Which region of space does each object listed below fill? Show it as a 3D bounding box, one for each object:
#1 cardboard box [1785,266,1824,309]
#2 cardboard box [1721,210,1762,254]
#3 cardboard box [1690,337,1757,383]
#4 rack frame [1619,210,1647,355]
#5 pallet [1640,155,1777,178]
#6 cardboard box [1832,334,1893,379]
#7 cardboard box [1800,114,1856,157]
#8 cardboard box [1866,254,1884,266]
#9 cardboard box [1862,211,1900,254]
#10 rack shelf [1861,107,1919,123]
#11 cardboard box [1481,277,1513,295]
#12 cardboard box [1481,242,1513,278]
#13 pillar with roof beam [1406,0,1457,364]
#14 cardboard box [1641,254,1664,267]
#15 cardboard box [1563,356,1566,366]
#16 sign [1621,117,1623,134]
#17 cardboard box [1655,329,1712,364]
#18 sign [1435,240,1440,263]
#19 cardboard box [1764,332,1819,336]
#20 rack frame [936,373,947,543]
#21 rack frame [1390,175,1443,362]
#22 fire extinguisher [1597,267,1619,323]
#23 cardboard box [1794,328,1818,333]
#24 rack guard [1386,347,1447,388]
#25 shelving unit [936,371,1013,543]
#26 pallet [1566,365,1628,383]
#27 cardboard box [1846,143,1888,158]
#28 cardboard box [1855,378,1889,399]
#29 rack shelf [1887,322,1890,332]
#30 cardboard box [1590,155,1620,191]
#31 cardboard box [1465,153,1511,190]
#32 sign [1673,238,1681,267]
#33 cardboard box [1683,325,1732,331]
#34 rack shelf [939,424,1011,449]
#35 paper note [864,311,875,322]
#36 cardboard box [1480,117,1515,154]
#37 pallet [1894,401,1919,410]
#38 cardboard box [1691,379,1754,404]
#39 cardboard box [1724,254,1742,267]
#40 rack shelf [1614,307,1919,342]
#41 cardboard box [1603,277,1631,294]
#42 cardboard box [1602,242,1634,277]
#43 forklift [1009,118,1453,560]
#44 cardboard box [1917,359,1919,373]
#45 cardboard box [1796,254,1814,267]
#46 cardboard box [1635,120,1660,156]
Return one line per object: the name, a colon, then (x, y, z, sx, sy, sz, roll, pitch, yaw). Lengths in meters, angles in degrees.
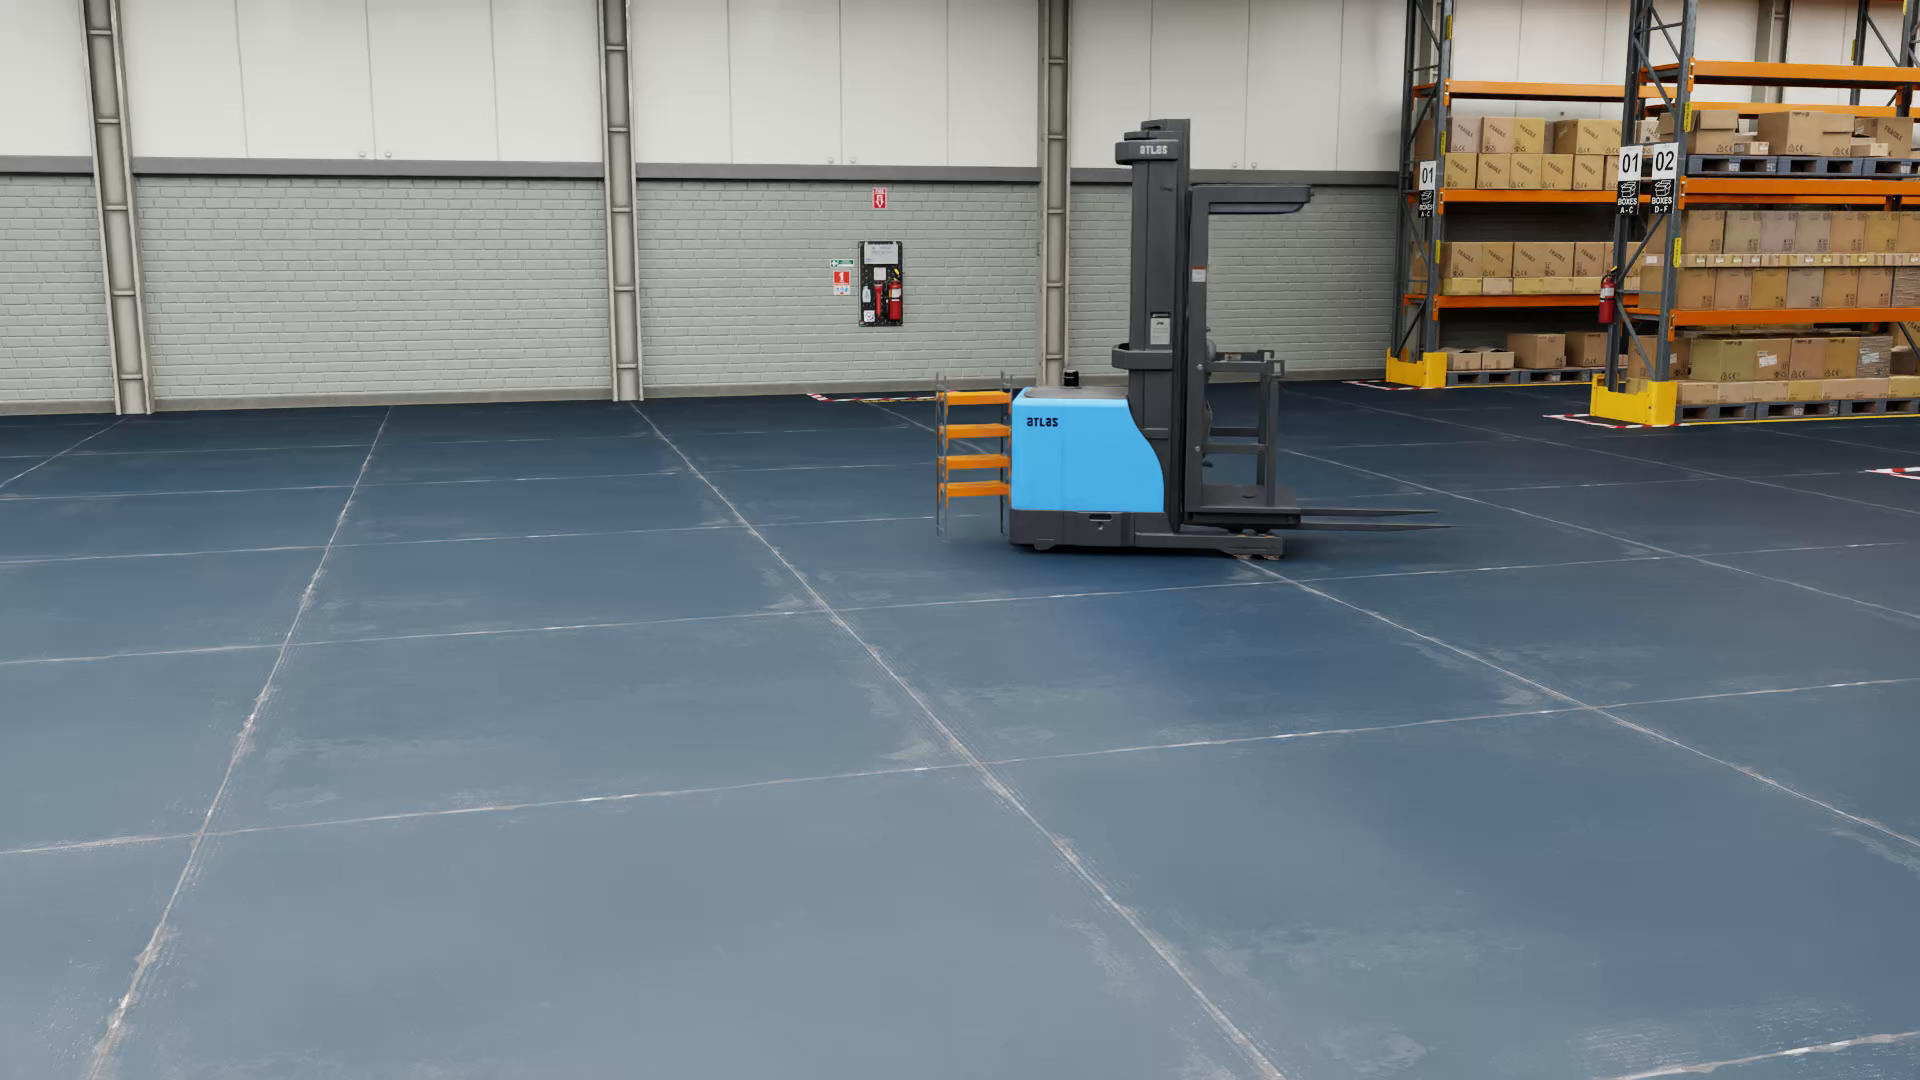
cardboard box: (9.971, -3.062, 20.120, 0.500, 0.500, 0.700, -3, 11, -14)
cardboard box: (9.040, -3.652, 19.738, 0.500, 0.500, 0.700, -3, 11, -17)
cardboard box: (9.091, -2.150, 19.804, 0.500, 0.500, 0.500, -3, 11, -16)
rack frame: (10.486, -3.976, 25.360, 0.127, 3.000, 1.000, -3, 11, -16)
pallet: (8.720, -4.376, 19.491, 1.213, 0.211, 1.003, -3, 11, -16)
cardboard box: (11.007, -2.254, 20.367, 0.500, 0.500, 0.500, -3, 11, -16)
cardboard box: (10.258, -4.855, 20.019, 0.637, 0.503, 0.797, -2, 11, -10)
cardboard box: (10.933, -3.393, 20.125, 0.250, 0.149, 0.380, -3, 11, -16)
cardboard box: (10.966, -3.753, 20.289, 0.500, 0.500, 0.700, -3, 11, -16)
rack shelf: (16.247, -6.680, 26.568, 4.000, 0.370, 1.077, -3, 11, -16)
cardboard box: (7.698, -3.708, 24.263, 0.500, 0.250, 0.500, -3, 11, -18)
cardboard box: (7.666, -4.074, 24.179, 0.500, 0.500, 0.500, -3, 11, -16)
pillar with roof beam: (8.279, -6.162, 20.662, 0.400, 9.000, 9.100, -3, 11, -16)
cardboard box: (8.348, -3.334, 19.801, 0.250, 0.149, 0.380, -3, 11, -17)
cardboard box: (8.945, -2.713, 25.158, 0.250, 0.149, 0.380, -4, 11, -21)
sign: (7.896, -4.880, 19.756, 0.005, 0.325, 0.100, -3, 11, -16)
cardboard box: (11.189, -3.003, 25.765, 0.500, 0.500, 0.700, -3, 11, -14)
sign: (6.798, -4.105, 23.670, 0.005, 0.325, 0.100, -3, 11, -16)
cardboard box: (10.382, -2.319, 20.720, 0.500, 0.500, 0.500, -3, 11, -16)
rack frame: (-0.135, -0.588, 11.926, 0.015, 1.200, 0.240, -3, 11, -16)
rack frame: (6.646, -3.774, 24.261, 0.127, 3.000, 1.000, -3, 11, -16)
fire extinguisher: (7.791, -2.950, 19.997, 0.183, 0.674, 0.296, -3, 11, -16)
cardboard box: (13.123, -3.114, 26.368, 0.500, 0.500, 0.700, -3, 11, -16)
rack guard: (6.719, -2.548, 24.508, 0.348, 0.500, 1.175, -3, 11, -16)
shelving unit: (0.100, -0.600, 11.991, 0.503, 1.200, 0.258, -3, 11, -16)
pallet: (9.852, -2.565, 25.395, 1.213, 0.211, 1.003, -3, 11, -16)
cardboard box: (10.793, -4.634, 19.795, 0.250, 0.149, 0.380, -3, 11, -16)
cardboard box: (11.008, -1.885, 20.433, 0.500, 0.250, 0.500, -3, 11, -16)
rack shelf: (13.795, -2.863, 21.299, 4.000, 0.370, 1.077, -3, 11, -16)
cardboard box: (9.582, -5.419, 24.579, 0.500, 0.500, 0.500, -4, 11, -21)
cardboard box: (7.562, -5.302, 23.948, 0.500, 0.500, 0.500, -2, 11, -12)
sign: (8.183, -3.281, 18.973, 0.005, 0.325, 0.100, -3, 11, -16)
cardboard box: (11.610, -3.395, 25.821, 0.500, 0.250, 0.500, -3, 11, -17)
rack shelf: (0.100, -0.754, 11.963, 0.480, 0.148, 0.258, -3, 11, -16)
paper note: (-1.257, -3.107, 23.074, 0.142, 0.148, 0.016, -3, 11, -16)
cardboard box: (7.579, -5.794, 23.855, 0.500, 0.500, 0.500, -3, 11, -17)
pallet: (12.571, -1.788, 21.176, 1.213, 0.211, 1.003, -3, 11, -16)
cardboard box: (9.090, -1.782, 19.873, 0.500, 0.250, 0.500, -3, 11, -16)
cardboard box: (8.964, -3.290, 19.563, 0.250, 0.149, 0.380, -3, 11, -16)
rack shelf: (9.954, -2.660, 20.199, 4.000, 0.370, 1.077, -3, 11, -16)
cardboard box: (9.636, -3.812, 24.827, 0.500, 0.250, 0.500, -3, 11, -16)
cardboard box: (9.641, -4.177, 24.740, 0.500, 0.500, 0.500, -3, 11, -16)
forklift: (1.897, -1.408, 11.600, 3.031, 2.935, 1.130, 1, 10, 6)
cardboard box: (12.341, -2.223, 20.722, 0.500, 0.311, 0.500, -3, 11, -16)
cardboard box: (9.947, -3.341, 19.843, 0.250, 0.149, 0.380, -3, 11, -15)
cardboard box: (10.081, -5.930, 24.594, 0.500, 0.500, 0.500, -4, 11, -21)
